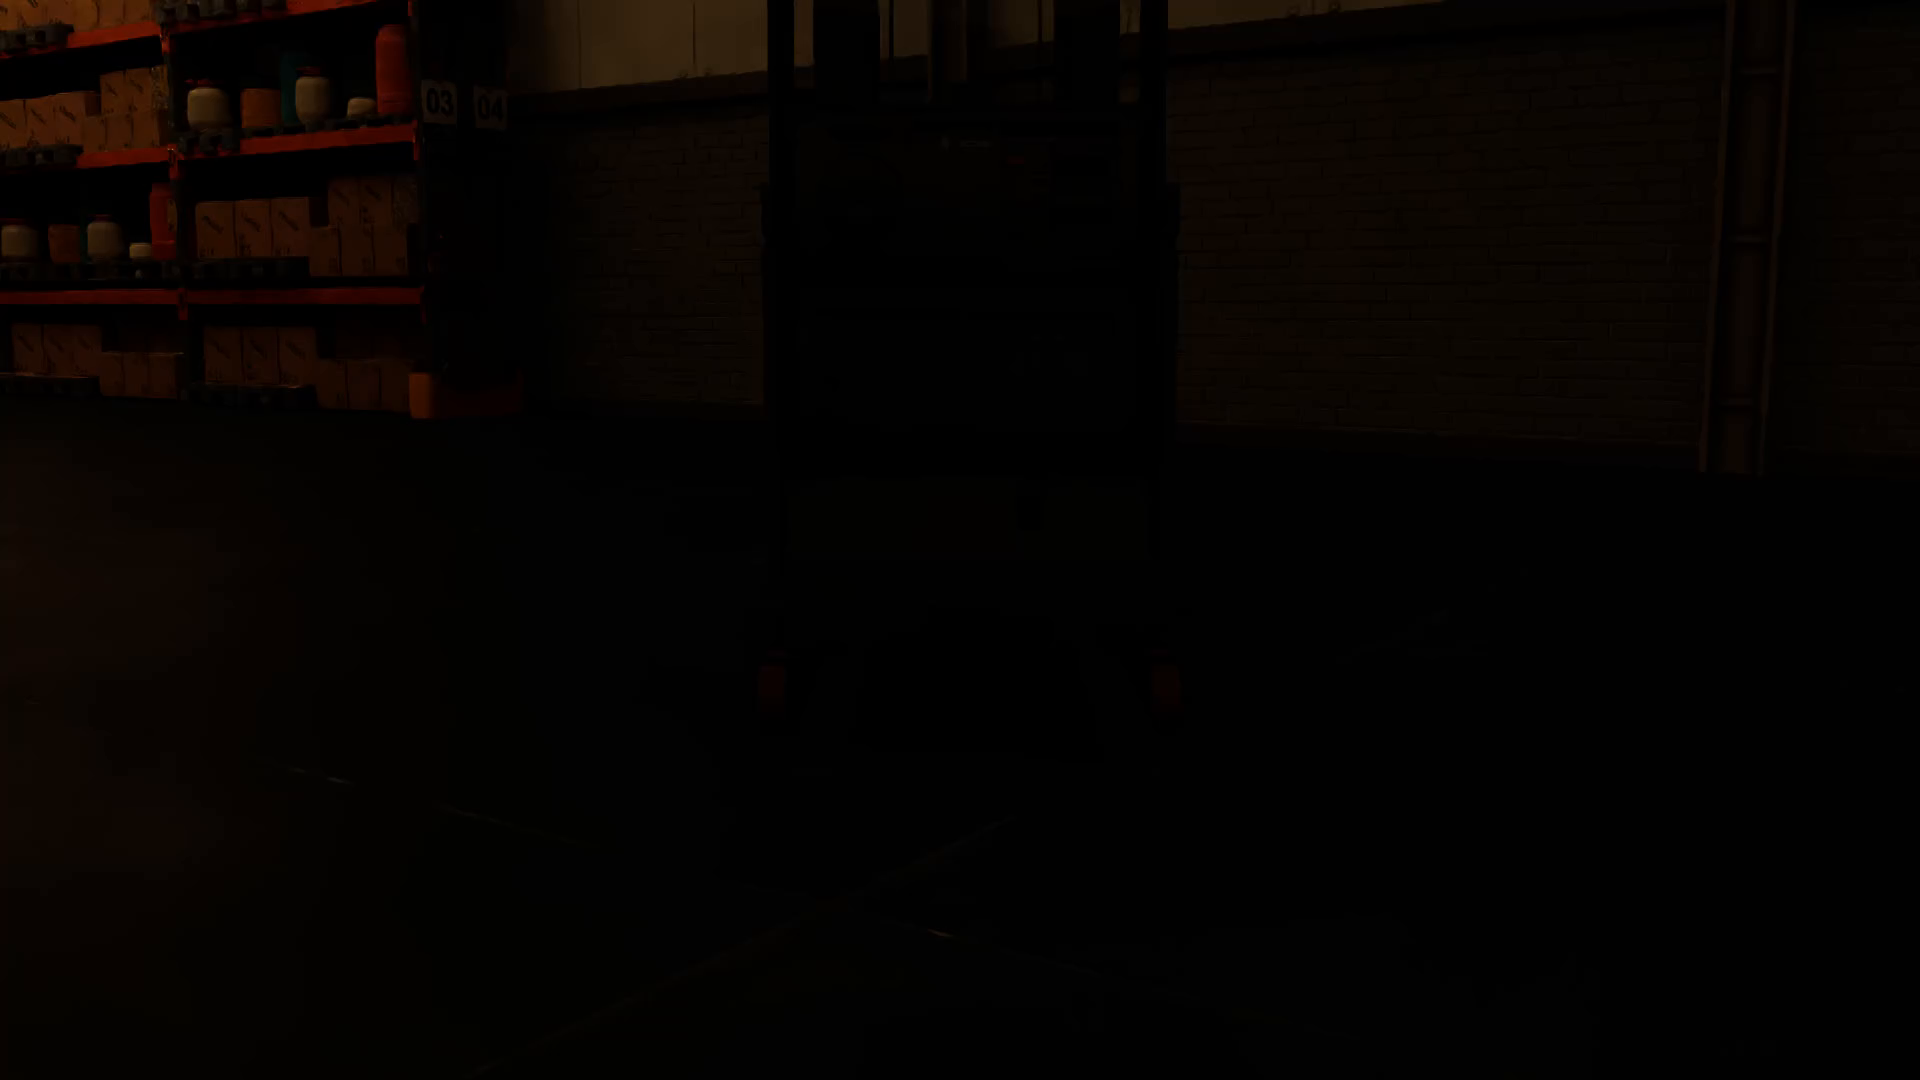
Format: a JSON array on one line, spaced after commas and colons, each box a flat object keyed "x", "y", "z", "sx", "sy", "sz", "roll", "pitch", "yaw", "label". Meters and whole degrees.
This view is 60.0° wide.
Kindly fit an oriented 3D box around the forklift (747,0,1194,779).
[{"x": 0.022, "y": -1.016, "z": 4.340, "sx": 1.130, "sy": 2.935, "sz": 3.031, "roll": 0, "pitch": 8, "yaw": 0, "label": "forklift"}]
